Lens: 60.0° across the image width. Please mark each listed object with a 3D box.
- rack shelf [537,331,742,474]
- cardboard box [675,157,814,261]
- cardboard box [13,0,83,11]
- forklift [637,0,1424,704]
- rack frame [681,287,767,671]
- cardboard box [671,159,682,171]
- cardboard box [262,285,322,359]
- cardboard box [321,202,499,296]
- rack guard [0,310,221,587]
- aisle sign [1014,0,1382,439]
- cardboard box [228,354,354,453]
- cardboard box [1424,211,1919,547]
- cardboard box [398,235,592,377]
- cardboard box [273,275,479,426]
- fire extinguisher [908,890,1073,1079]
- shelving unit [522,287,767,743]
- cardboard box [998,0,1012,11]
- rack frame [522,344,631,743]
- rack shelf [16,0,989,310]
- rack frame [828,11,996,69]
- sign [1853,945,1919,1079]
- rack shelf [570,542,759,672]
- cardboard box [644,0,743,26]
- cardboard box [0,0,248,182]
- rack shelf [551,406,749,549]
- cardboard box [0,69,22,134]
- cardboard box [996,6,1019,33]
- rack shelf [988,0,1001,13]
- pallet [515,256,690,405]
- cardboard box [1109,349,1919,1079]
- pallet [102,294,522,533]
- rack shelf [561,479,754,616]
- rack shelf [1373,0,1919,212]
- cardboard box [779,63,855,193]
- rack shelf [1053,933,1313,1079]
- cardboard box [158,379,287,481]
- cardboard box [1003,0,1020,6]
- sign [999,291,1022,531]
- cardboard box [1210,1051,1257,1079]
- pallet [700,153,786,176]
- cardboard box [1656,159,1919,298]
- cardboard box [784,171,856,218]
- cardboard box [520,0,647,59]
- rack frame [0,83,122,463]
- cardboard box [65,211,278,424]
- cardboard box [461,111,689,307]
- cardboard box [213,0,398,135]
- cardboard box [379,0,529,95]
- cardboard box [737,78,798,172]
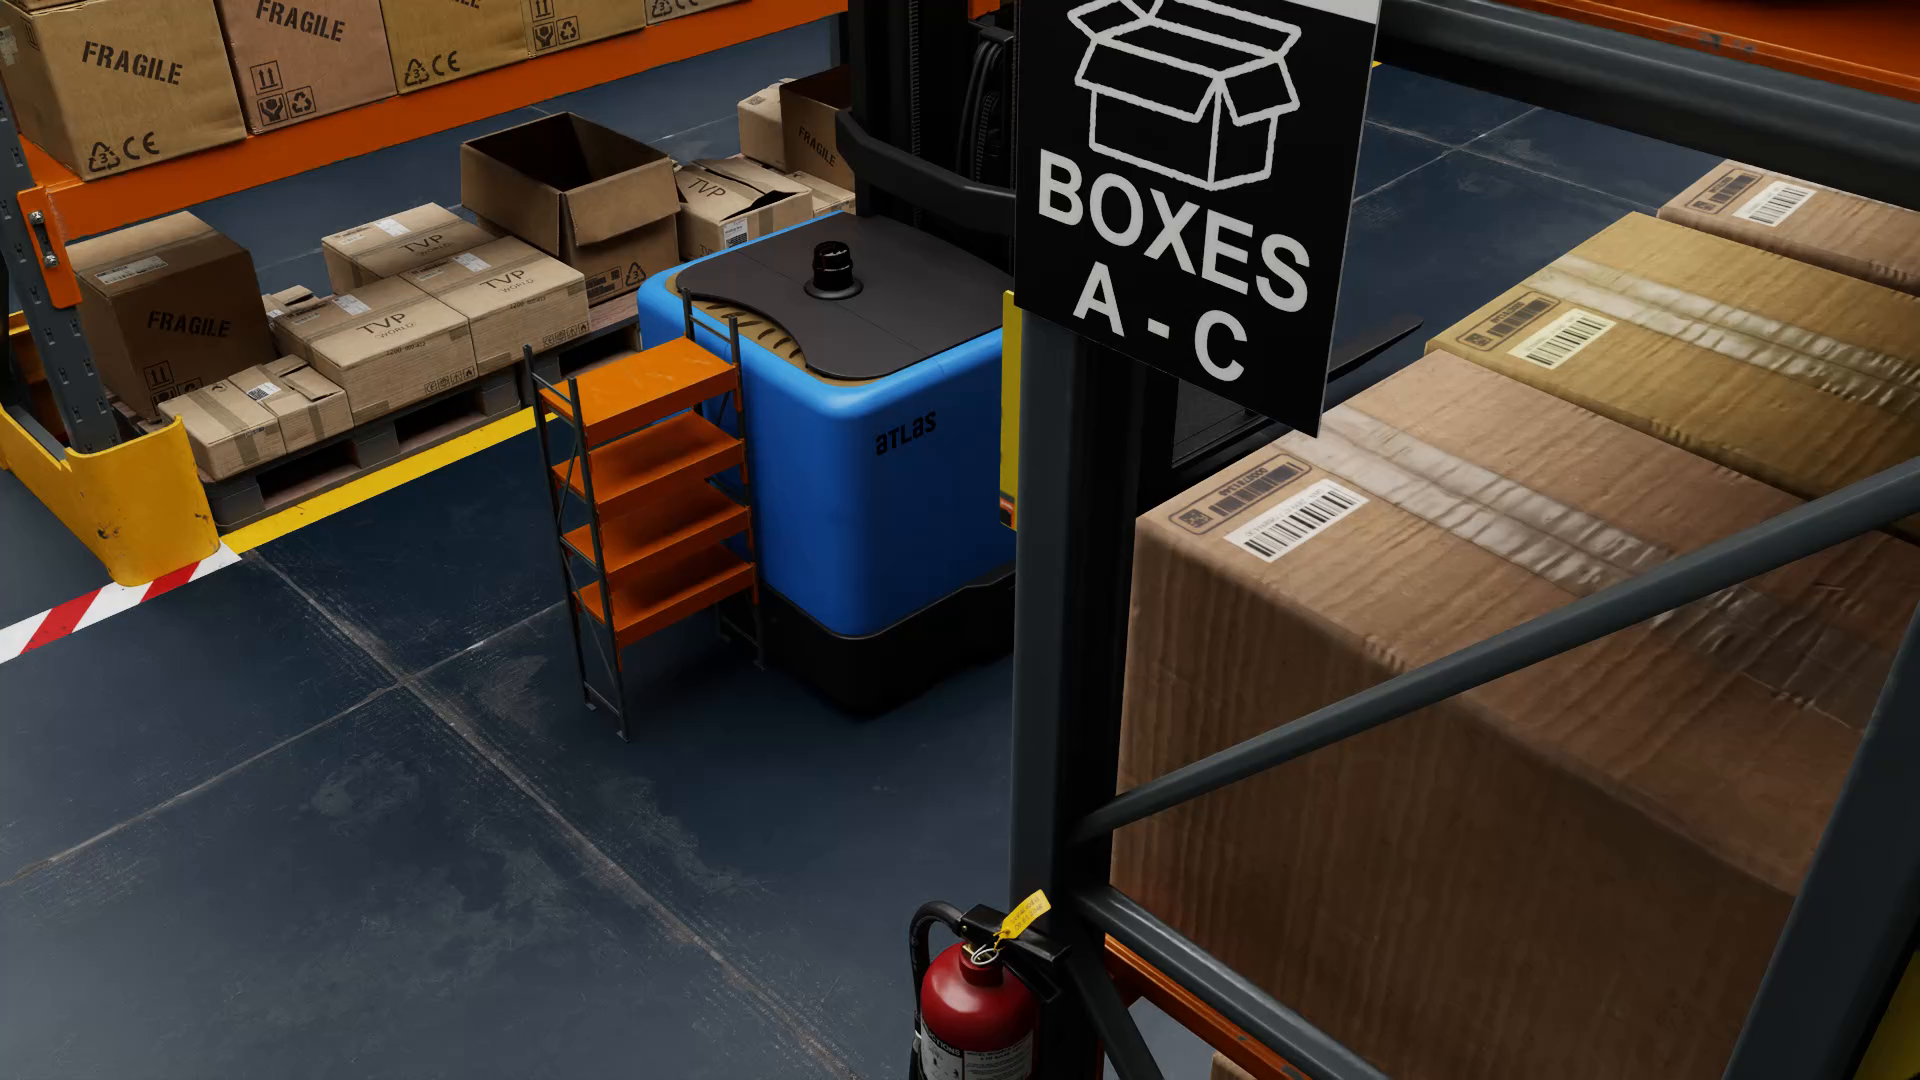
[{"bbox_3d":[-0.855,-0.374,4.444,0.480,0.148,0.258,-27,43,-33],"label":"rack shelf"},{"bbox_3d":[-0.966,-1.387,6.976,0.500,0.311,0.500,30,45,35],"label":"cardboard box"},{"bbox_3d":[-2.556,-1.861,4.727,0.500,0.500,0.500,-28,44,-34],"label":"cardboard box"},{"bbox_3d":[0.468,-1.444,5.151,3.031,2.935,1.130,-27,43,-33],"label":"forklift"},{"bbox_3d":[-0.674,-0.145,4.803,0.015,1.200,0.240,-27,43,-33],"label":"rack frame"},{"bbox_3d":[-1.289,-1.539,7.321,0.380,0.166,0.250,30,45,35],"label":"cardboard box"},{"bbox_3d":[-2.498,-0.802,6.263,0.380,0.166,0.250,30,45,35],"label":"cardboard box"},{"bbox_3d":[-2.156,-1.082,6.591,0.500,0.250,0.500,30,45,35],"label":"cardboard box"},{"bbox_3d":[-3.002,-0.341,5.695,1.175,0.500,0.348,30,45,35],"label":"rack guard"},{"bbox_3d":[0.199,-0.499,1.463,0.394,0.787,0.004,30,45,35],"label":"aisle sign"},{"bbox_3d":[-2.340,-0.487,5.811,0.380,0.166,0.250,30,45,35],"label":"cardboard box"},{"bbox_3d":[1.320,0.025,2.722,0.980,0.700,0.700,29,44,35],"label":"cardboard box"},{"bbox_3d":[-1.766,-0.901,6.332,0.500,0.250,0.500,30,45,35],"label":"cardboard box"},{"bbox_3d":[-2.119,-0.698,6.040,0.500,0.250,0.500,30,45,35],"label":"cardboard box"},{"bbox_3d":[0.029,0.719,2.383,0.296,0.674,0.183,30,45,35],"label":"fire extinguisher"},{"bbox_3d":[-0.855,-0.052,4.669,0.503,1.200,0.258,-27,43,-33],"label":"shelving unit"},{"bbox_3d":[-0.093,-2.430,8.307,0.500,0.500,0.500,29,44,35],"label":"cardboard box"},{"bbox_3d":[-1.036,0.041,4.535,0.015,1.200,0.240,-27,43,-33],"label":"rack frame"},{"bbox_3d":[-1.646,-1.852,6.306,1.077,0.370,4.000,30,45,35],"label":"rack shelf"},{"bbox_3d":[-0.237,-2.959,7.264,1.000,3.000,0.127,30,45,35],"label":"rack frame"},{"bbox_3d":[0.852,0.498,1.481,0.100,0.325,0.005,30,45,35],"label":"sign"},{"bbox_3d":[-0.855,0.166,4.821,0.480,0.148,0.258,-27,43,-33],"label":"rack shelf"},{"bbox_3d":[-1.130,-2.275,6.195,0.500,0.500,0.500,-29,44,-35],"label":"cardboard box"},{"bbox_3d":[-2.556,-1.451,5.013,0.500,0.500,0.500,-29,44,-35],"label":"cardboard box"},{"bbox_3d":[-0.855,-0.180,4.579,0.480,0.148,0.258,-27,43,-33],"label":"rack shelf"},{"bbox_3d":[-2.933,-1.668,5.326,0.500,0.500,0.500,-28,44,-34],"label":"cardboard box"},{"bbox_3d":[0.277,-2.213,7.994,0.500,0.500,0.500,27,43,33],"label":"cardboard box"},{"bbox_3d":[1.172,-3.476,8.634,1.077,0.370,4.000,30,45,35],"label":"rack shelf"},{"bbox_3d":[-1.581,-1.040,6.949,1.003,0.211,1.213,30,45,35],"label":"pallet"},{"bbox_3d":[0.815,0.325,2.292,0.700,0.700,0.980,-28,43,-34],"label":"cardboard box"},{"bbox_3d":[-2.441,-0.547,6.243,1.003,0.211,1.213,30,45,35],"label":"pallet"},{"bbox_3d":[-0.855,0.003,4.707,0.480,0.148,0.258,-27,43,-33],"label":"rack shelf"},{"bbox_3d":[1.872,-1.088,2.587,1.077,0.370,4.000,30,45,35],"label":"rack shelf"},{"bbox_3d":[-0.437,-1.769,7.358,0.500,0.500,0.500,30,45,35],"label":"cardboard box"},{"bbox_3d":[1.872,0.143,3.446,1.077,0.370,4.000,30,45,35],"label":"rack shelf"},{"bbox_3d":[-2.516,-0.378,5.671,0.380,0.149,0.250,30,45,35],"label":"cardboard box"},{"bbox_3d":[0.261,-2.628,8.589,0.500,0.500,0.500,-30,45,-35],"label":"cardboard box"},{"bbox_3d":[0.087,-0.137,1.998,0.100,0.325,0.005,30,45,35],"label":"sign"},{"bbox_3d":[0.885,1.188,3.136,0.700,0.500,0.500,30,45,35],"label":"cardboard box"},{"bbox_3d":[-0.722,-1.537,7.663,1.003,0.211,1.213,30,45,35],"label":"pallet"},{"bbox_3d":[1.863,-0.280,3.161,0.980,0.700,0.700,27,43,33],"label":"cardboard box"},{"bbox_3d":[-0.659,-1.449,7.206,0.380,0.149,0.250,30,45,35],"label":"cardboard box"},{"bbox_3d":[-1.487,-2.067,5.897,0.500,0.500,0.500,-29,44,-35],"label":"cardboard box"},{"bbox_3d":[-3.055,-1.336,4.936,1.000,3.000,0.127,30,45,35],"label":"rack frame"},{"bbox_3d":[-2.847,-0.811,5.984,0.500,0.500,0.500,30,45,35],"label":"cardboard box"},{"bbox_3d":[-1.557,-1.351,6.756,0.797,0.503,0.637,30,45,35],"label":"cardboard box"},{"bbox_3d":[-2.196,-1.662,5.317,0.500,0.500,0.500,29,44,35],"label":"cardboard box"},{"bbox_3d":[-1.840,-1.865,5.607,0.500,0.500,0.500,29,44,35],"label":"cardboard box"},{"bbox_3d":[-0.686,-1.954,7.788,0.500,0.311,0.500,30,45,35],"label":"cardboard box"}]
